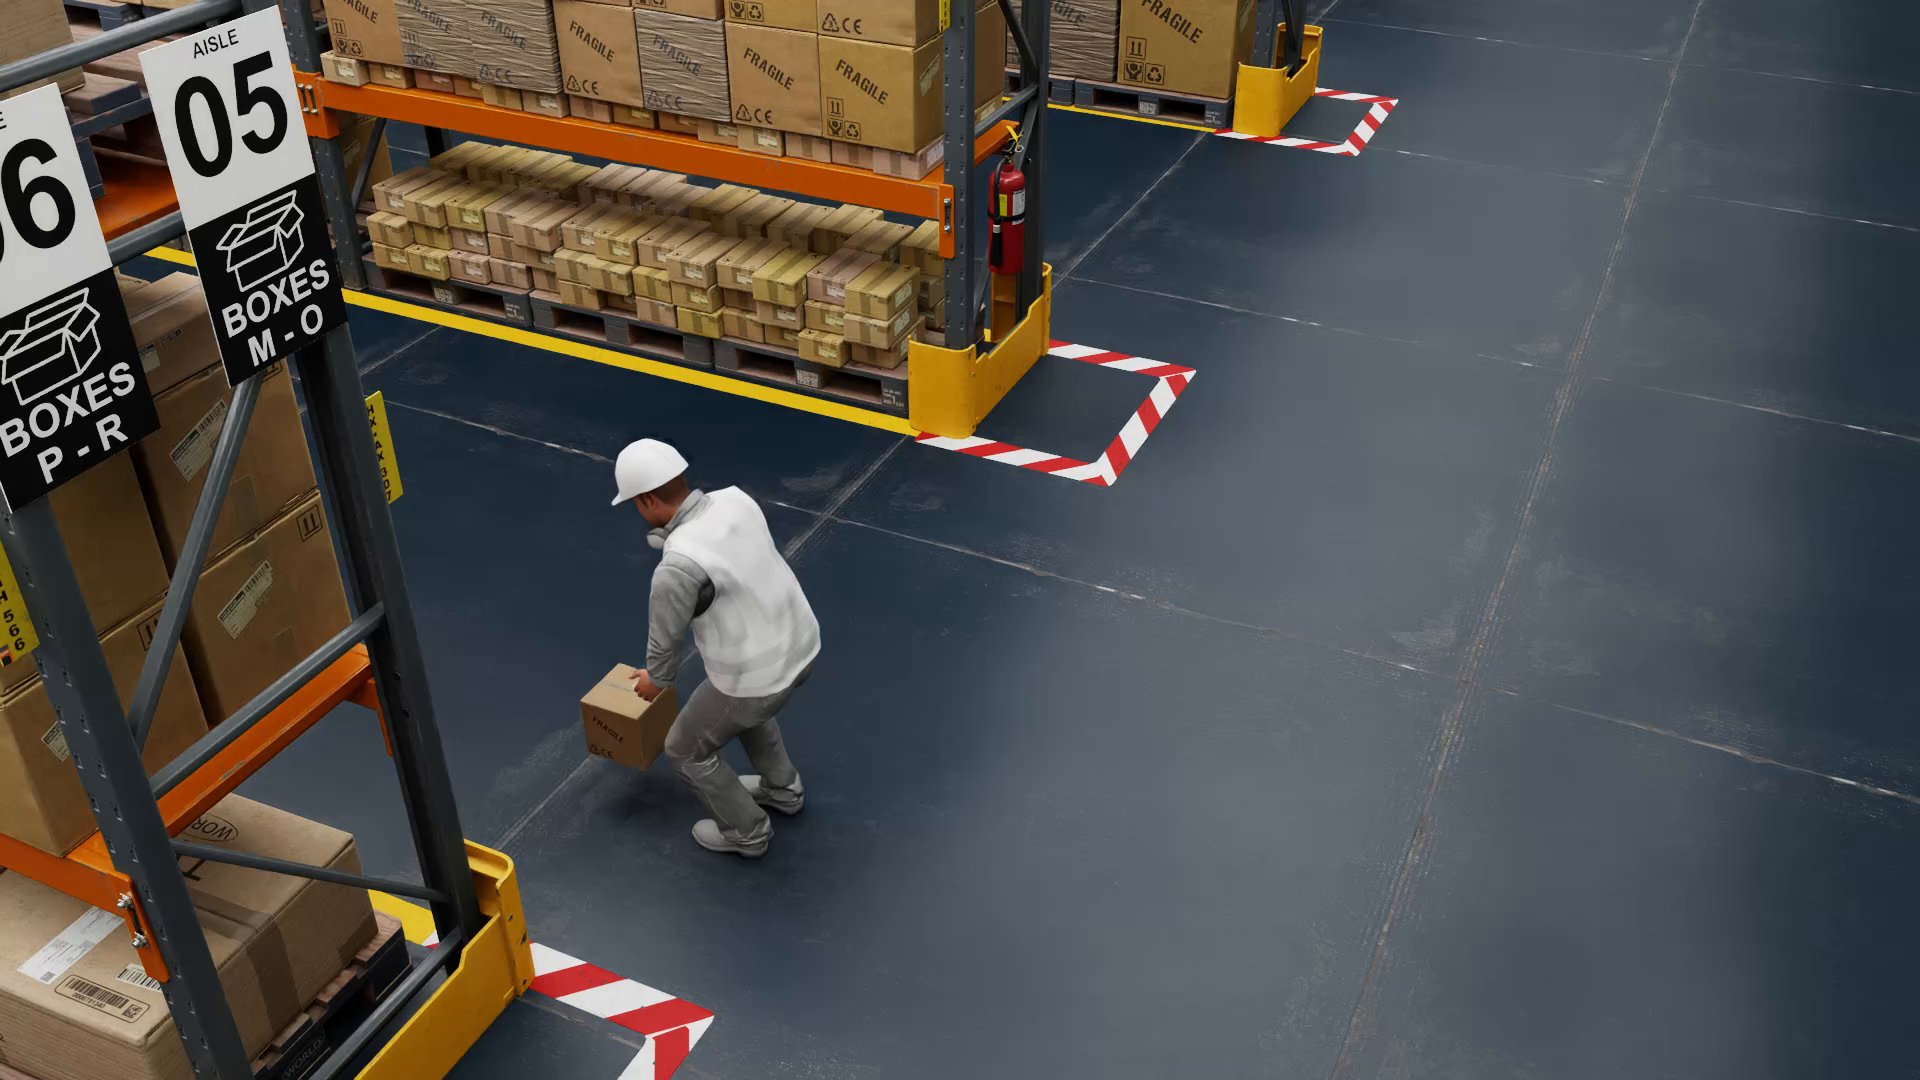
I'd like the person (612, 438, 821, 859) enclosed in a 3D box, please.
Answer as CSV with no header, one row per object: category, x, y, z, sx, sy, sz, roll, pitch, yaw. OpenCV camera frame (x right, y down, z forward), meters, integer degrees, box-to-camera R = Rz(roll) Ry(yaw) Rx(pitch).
person,-0.827,0.391,5.705,0.649,1.584,0.586,15,36,21
